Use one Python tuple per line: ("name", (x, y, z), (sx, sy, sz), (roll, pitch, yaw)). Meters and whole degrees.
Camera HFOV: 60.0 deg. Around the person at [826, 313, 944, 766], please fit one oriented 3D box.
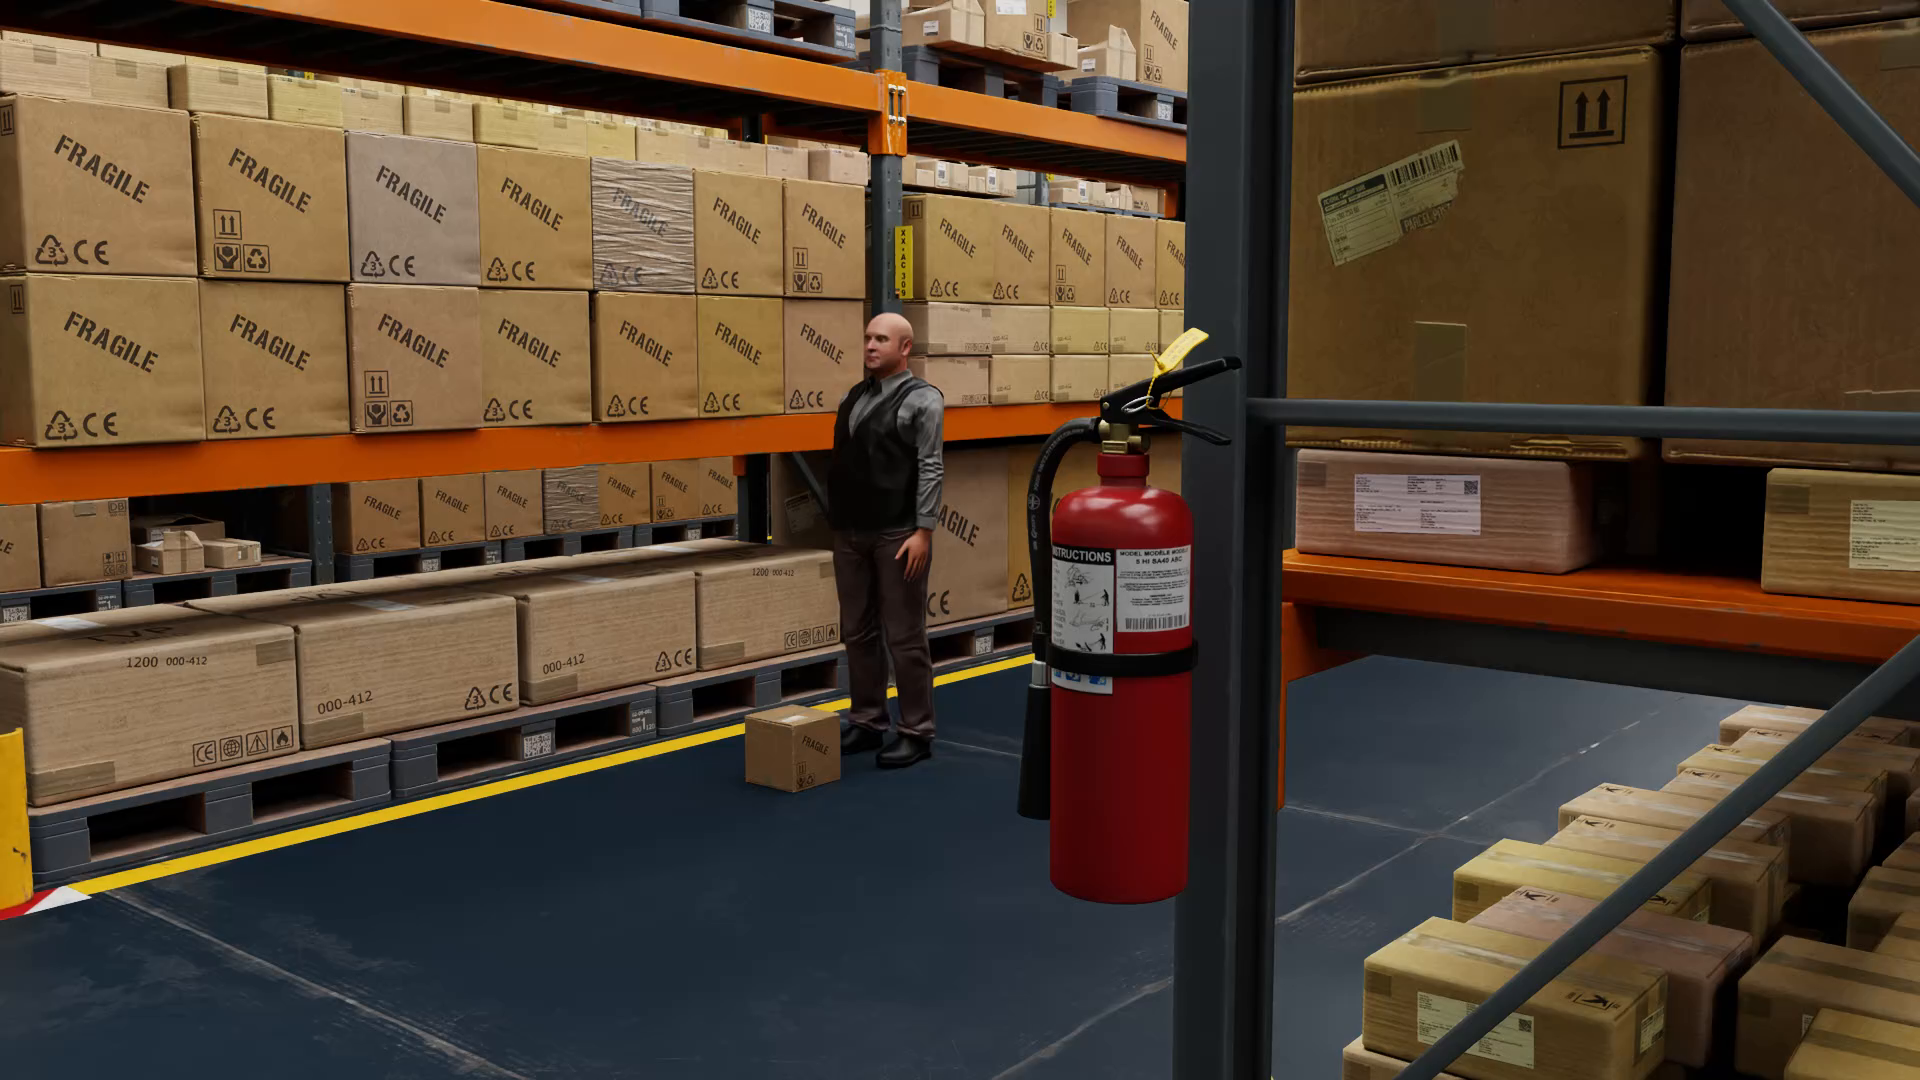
("person", (-0.297, -0.005, 6.402), (0.531, 1.725, 0.358), (6, 9, 41))
